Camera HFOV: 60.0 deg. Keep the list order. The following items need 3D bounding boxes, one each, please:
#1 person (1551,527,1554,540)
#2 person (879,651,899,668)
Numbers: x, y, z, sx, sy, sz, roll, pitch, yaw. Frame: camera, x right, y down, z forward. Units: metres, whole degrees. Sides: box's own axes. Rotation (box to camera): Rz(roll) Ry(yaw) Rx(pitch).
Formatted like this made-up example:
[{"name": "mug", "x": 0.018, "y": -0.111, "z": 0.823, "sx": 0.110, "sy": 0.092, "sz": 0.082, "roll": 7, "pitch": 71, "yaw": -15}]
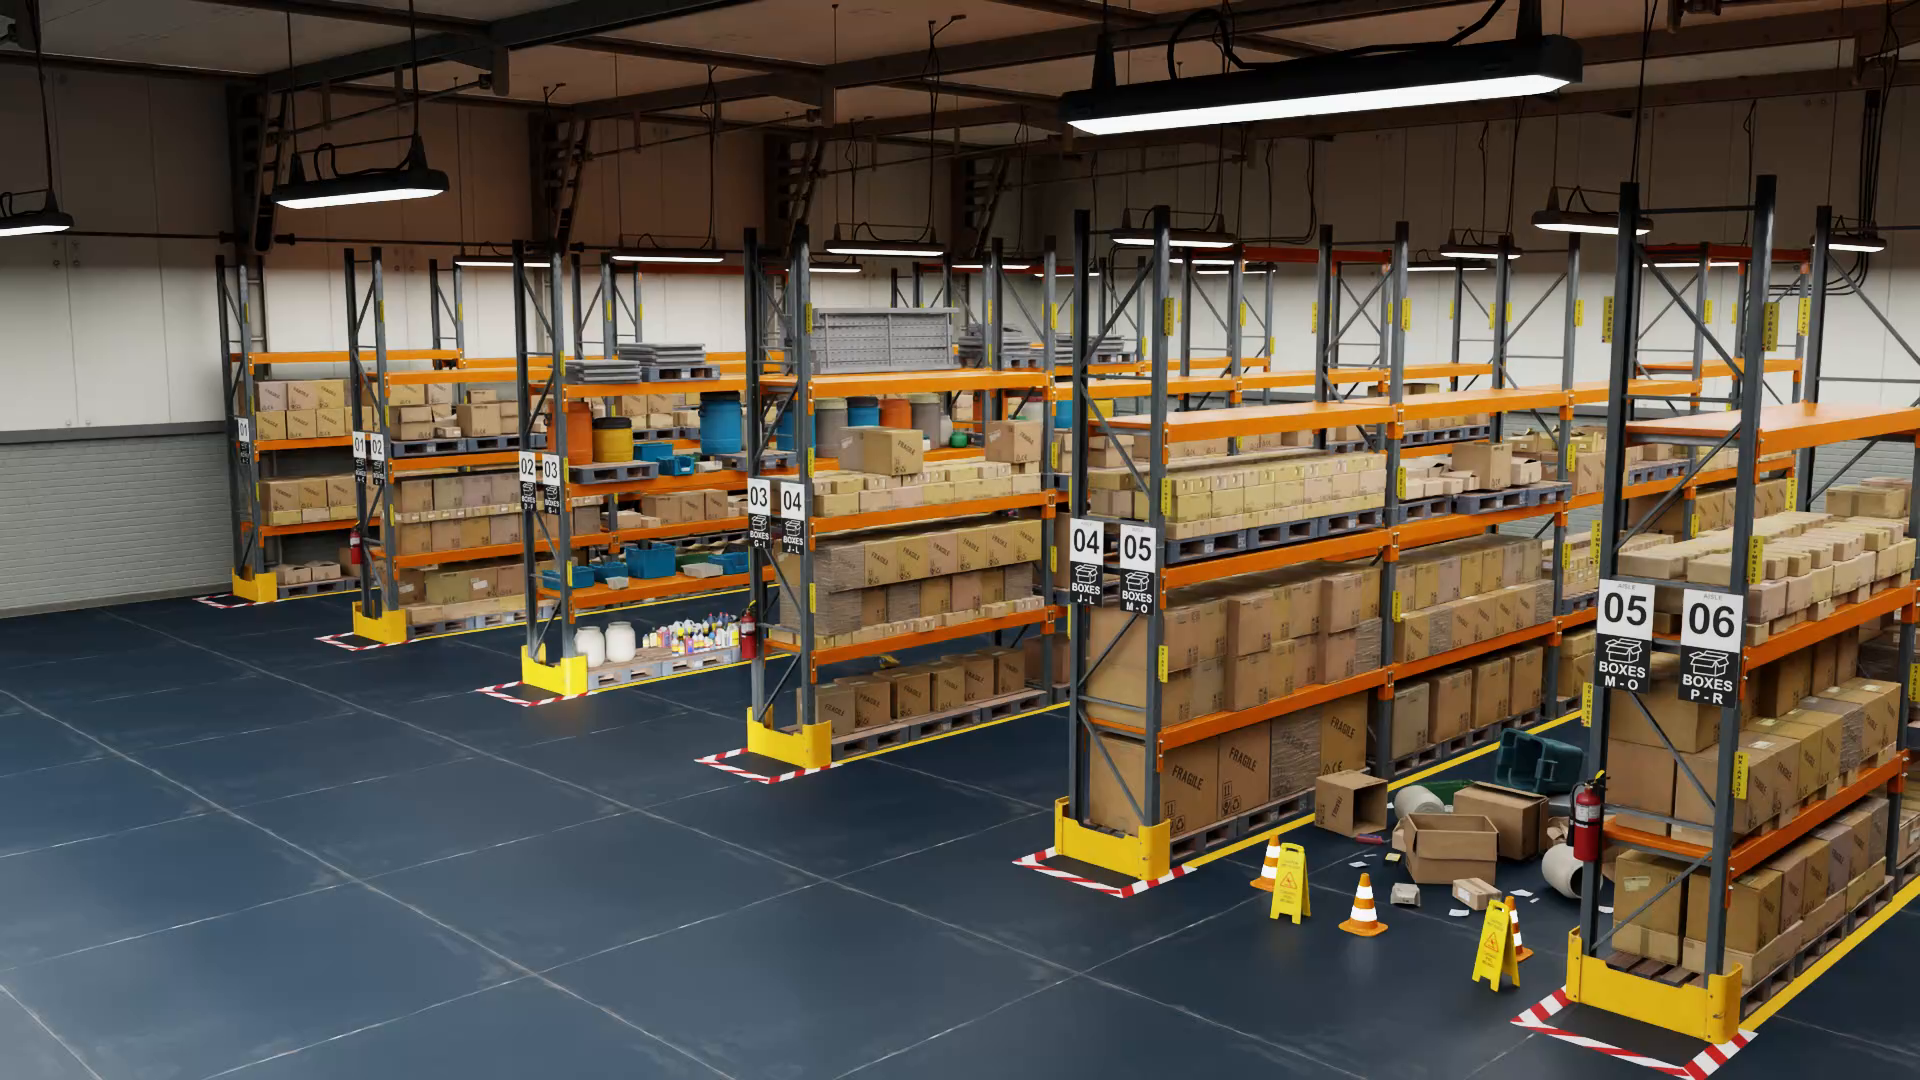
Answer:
[{"name": "person", "x": 9.751, "y": 0.564, "z": 26.731, "sx": 0.668, "sy": 1.680, "sz": 0.752, "roll": -6, "pitch": 10, "yaw": -35}, {"name": "person", "x": -0.985, "y": 0.943, "z": 23.683, "sx": 0.518, "sy": 1.753, "sz": 0.618, "roll": -5, "pitch": 10, "yaw": -32}]
